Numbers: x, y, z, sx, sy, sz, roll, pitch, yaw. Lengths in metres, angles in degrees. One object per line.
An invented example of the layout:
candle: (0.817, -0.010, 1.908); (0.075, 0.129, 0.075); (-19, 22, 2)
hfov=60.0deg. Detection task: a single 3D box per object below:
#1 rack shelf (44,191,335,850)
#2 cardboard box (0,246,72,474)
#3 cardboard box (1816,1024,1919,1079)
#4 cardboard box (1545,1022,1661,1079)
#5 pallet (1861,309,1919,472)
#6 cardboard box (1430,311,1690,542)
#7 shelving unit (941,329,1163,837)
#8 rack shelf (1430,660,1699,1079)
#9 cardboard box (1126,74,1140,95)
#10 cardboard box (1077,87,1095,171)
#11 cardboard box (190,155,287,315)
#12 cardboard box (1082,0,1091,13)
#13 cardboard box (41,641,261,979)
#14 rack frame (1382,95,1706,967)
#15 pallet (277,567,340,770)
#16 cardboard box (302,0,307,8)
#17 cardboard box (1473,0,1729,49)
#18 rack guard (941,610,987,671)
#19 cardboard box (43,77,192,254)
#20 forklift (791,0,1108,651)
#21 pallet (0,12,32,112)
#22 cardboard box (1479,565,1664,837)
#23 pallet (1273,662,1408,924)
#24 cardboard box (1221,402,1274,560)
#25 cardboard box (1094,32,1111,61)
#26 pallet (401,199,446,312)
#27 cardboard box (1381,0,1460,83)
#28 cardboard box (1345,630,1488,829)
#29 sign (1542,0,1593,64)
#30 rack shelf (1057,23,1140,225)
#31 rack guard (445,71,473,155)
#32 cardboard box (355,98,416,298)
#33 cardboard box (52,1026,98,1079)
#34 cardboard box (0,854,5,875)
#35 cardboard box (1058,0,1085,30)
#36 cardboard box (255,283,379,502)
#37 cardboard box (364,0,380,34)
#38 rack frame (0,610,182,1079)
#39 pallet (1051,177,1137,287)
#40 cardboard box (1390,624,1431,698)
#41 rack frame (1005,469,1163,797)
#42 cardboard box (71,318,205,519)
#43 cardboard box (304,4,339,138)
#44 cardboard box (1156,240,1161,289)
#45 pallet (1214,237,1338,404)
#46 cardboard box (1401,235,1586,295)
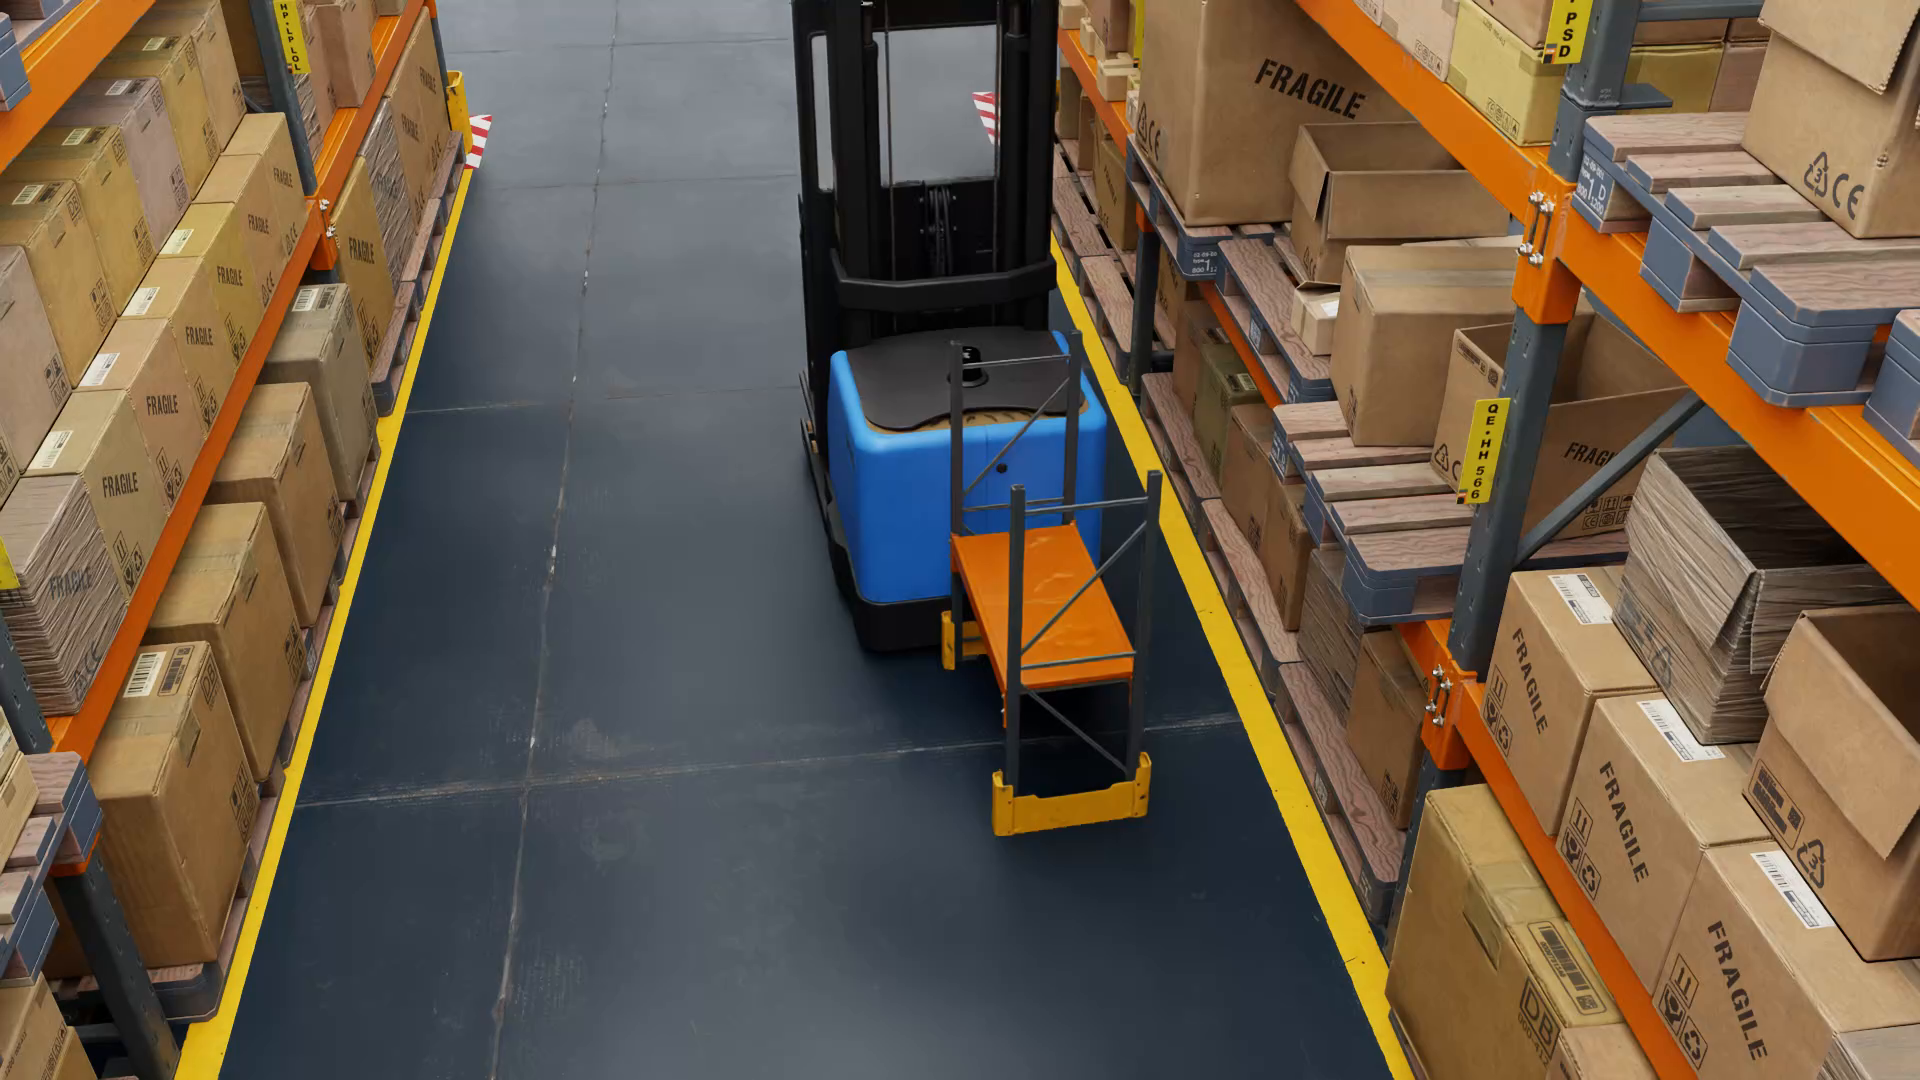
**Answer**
rack shelf: (-3.251, -0.336, 6.219); (1.077, 0.370, 4.000); (-4, 35, -6)
cardboard box: (-3.102, -0.506, 4.852); (0.700, 0.500, 0.500); (-5, 35, -7)
cardboard box: (1.951, 1.266, 3.140); (0.500, 0.500, 0.500); (-4, 35, -6)
cardboard box: (2.131, 1.752, 4.029); (1.225, 0.875, 0.875); (-4, 35, -6)
pallet: (2.239, -0.019, 2.619); (1.003, 0.211, 1.213); (-3, 34, -4)
cardboard box: (1.834, -0.350, 5.138); (0.500, 0.500, 0.500); (-9, 35, -12)
shelving unit: (0.313, 0.149, 6.200); (0.587, 1.500, 1.083); (-6, 35, -9)
rack shelf: (2.215, 1.576, 3.412); (1.077, 0.370, 4.000); (-4, 35, -6)
cardboard box: (1.090, -2.347, 8.754); (0.380, 0.149, 0.250); (-4, 35, -6)
cardboard box: (1.052, -2.761, 10.985); (0.500, 0.500, 0.500); (4, 35, 6)
cardboard box: (-3.117, -1.238, 6.815); (0.500, 0.500, 0.500); (-5, 35, -7)
cardboard box: (1.183, -3.324, 9.611); (0.875, 0.500, 0.500); (-4, 35, -6)
cardboard box: (-2.975, 0.892, 5.402); (1.050, 0.750, 0.750); (-5, 35, -7)
rack frame: (1.946, 0.163, 4.847); (1.000, 3.000, 0.127); (-4, 35, -6)
pallet: (-3.174, 0.510, 6.815); (1.003, 0.211, 1.213); (-4, 35, -6)
cardboard box: (-3.725, -2.765, 8.051); (0.875, 0.550, 0.550); (-4, 35, -6)
cardboard box: (1.634, -1.572, 4.196); (0.500, 0.500, 0.500); (-3, 34, -5)
rack guard: (0.216, 0.390, 6.956); (0.587, 0.250, 0.087); (-6, 35, -9)
cardboard box: (-3.309, -1.359, 6.104); (0.700, 0.500, 0.500); (-4, 34, -6)
forklift: (-0.187, -1.571, 7.453); (1.130, 2.935, 3.031); (-6, 35, -9)
pallet: (-3.121, -1.034, 4.108); (1.213, 0.211, 1.003); (-3, 34, -4)
cardboard box: (1.742, 0.414, 4.391); (0.500, 0.500, 0.500); (-3, 34, -5)
pallet: (1.843, 0.879, 6.272); (1.003, 0.211, 1.213); (-4, 35, -6)
cardboard box: (1.591, -0.294, 7.347); (0.700, 0.500, 0.500); (-7, 35, -10)
cardboard box: (0.969, -2.764, 9.366); (0.380, 0.149, 0.250); (-4, 35, -6)
pallet: (-3.712, -1.710, 10.072); (1.003, 0.211, 1.213); (-4, 35, -6)
cardboard box: (1.559, -1.537, 4.811); (0.500, 0.250, 0.500); (-4, 35, -7)
cardboard box: (1.836, 0.642, 5.973); (0.700, 0.500, 0.500); (-6, 35, -9)
sign: (1.408, -1.250, 3.798); (0.100, 0.325, 0.005); (-4, 35, -6)
rack shelf: (1.139, -2.888, 9.963); (1.077, 0.370, 4.000); (-4, 35, -6)
rack guard: (-4.061, -2.962, 11.653); (1.175, 0.500, 0.348); (-4, 35, -6)
cardboard box: (-3.660, -1.904, 9.395); (0.875, 0.875, 0.875); (-4, 34, -6)
cardboard box: (-2.635, 1.689, 4.454); (0.500, 0.500, 0.500); (-5, 35, -7)
cardboard box: (-2.429, 0.792, 3.775); (0.380, 0.149, 0.250); (-4, 35, -7)
cardboard box: (0.778, -3.176, 9.970); (0.380, 0.149, 0.250); (-4, 35, -6)
cardboard box: (-3.347, -0.654, 7.671); (1.050, 0.750, 0.750); (-5, 35, -7)
cardboard box: (-3.917, -3.213, 9.668); (0.875, 0.550, 0.550); (-4, 35, -6)
rack frame: (-2.982, 0.482, 4.379); (1.000, 3.000, 0.127); (-4, 35, -6)
pallet: (1.116, -1.971, 10.455); (1.003, 0.211, 1.213); (-4, 35, -6)
cardboard box: (1.827, 0.333, 5.761); (0.500, 0.250, 0.500); (-3, 34, -4)
rack frame: (0.411, 0.424, 5.796); (0.500, 1.500, 0.032); (-6, 35, -9)
cardboard box: (-2.914, -0.395, 5.577); (0.500, 0.500, 0.500); (-4, 35, -6)
cardboard box: (-3.678, -2.322, 8.360); (0.875, 0.550, 0.550); (-4, 35, -6)
cardboard box: (1.310, -1.755, 9.508); (0.500, 0.500, 0.500); (6, 35, 9)
pallet: (1.640, -0.859, 6.517); (1.003, 0.211, 1.213); (-4, 35, -6)
cardboard box: (1.949, -0.901, 6.169); (0.500, 0.250, 0.500); (-5, 35, -8)
